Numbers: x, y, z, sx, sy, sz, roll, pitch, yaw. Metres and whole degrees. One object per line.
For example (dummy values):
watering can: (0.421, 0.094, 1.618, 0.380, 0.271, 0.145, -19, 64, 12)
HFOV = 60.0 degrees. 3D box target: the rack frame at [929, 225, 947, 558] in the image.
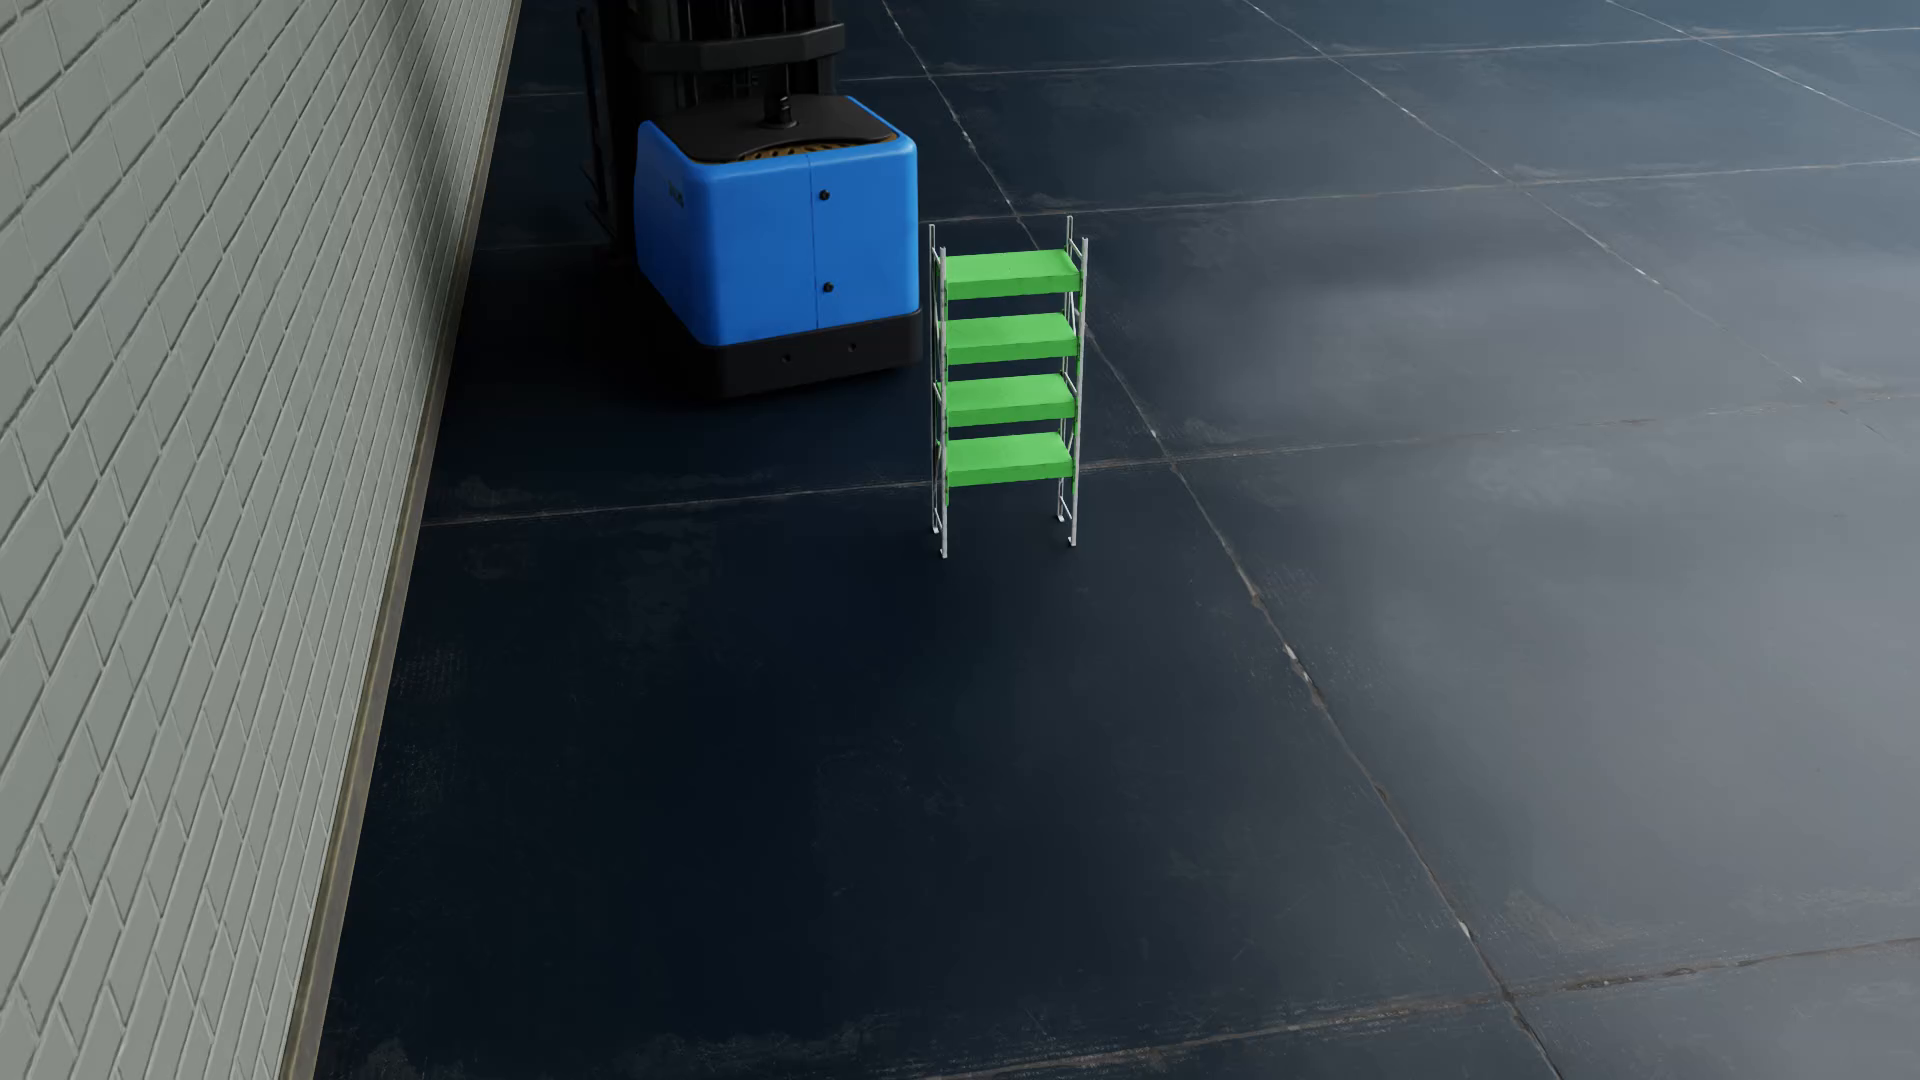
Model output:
rack frame: (-0.077, -0.510, 5.934, 0.015, 1.200, 0.240, -5, 31, -9)

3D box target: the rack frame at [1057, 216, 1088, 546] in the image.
rack frame: (0.403, -0.555, 6.009, 0.015, 1.200, 0.240, -5, 31, -9)

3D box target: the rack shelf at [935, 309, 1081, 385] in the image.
rack shelf: (0.163, -0.684, 5.882, 0.480, 0.148, 0.258, -5, 31, -9)

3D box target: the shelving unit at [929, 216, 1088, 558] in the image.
shelving unit: (0.163, -0.532, 5.972, 0.503, 1.200, 0.258, -5, 31, -9)

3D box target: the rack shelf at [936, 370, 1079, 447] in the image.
rack shelf: (0.163, -0.477, 6.004, 0.480, 0.148, 0.258, -5, 31, -9)

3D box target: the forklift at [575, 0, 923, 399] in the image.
forklift: (-1.233, -2.597, 7.775, 1.130, 2.935, 3.031, -13, 33, -21)

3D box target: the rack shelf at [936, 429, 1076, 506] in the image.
rack shelf: (0.163, -0.270, 6.126, 0.480, 0.148, 0.258, -5, 31, -9)

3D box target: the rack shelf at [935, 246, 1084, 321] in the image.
rack shelf: (0.163, -0.891, 5.761, 0.480, 0.148, 0.258, -5, 31, -9)
